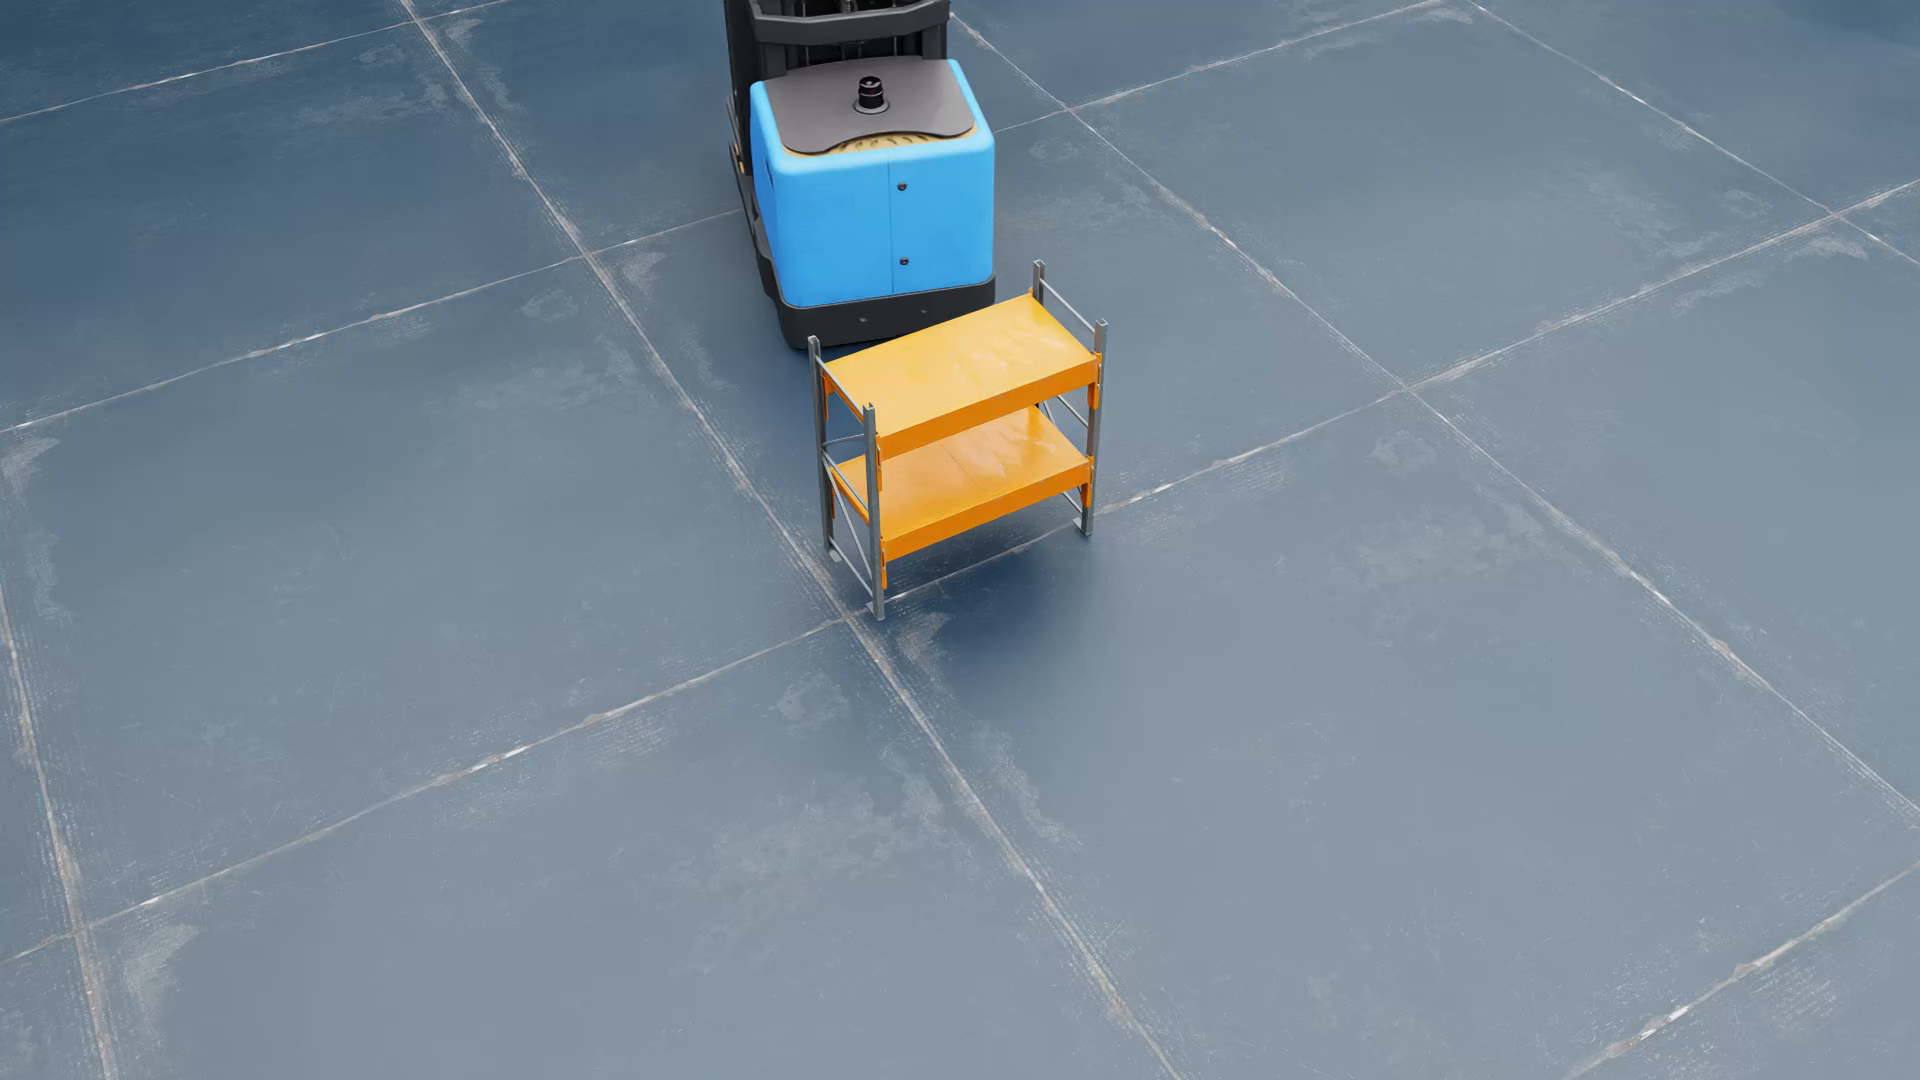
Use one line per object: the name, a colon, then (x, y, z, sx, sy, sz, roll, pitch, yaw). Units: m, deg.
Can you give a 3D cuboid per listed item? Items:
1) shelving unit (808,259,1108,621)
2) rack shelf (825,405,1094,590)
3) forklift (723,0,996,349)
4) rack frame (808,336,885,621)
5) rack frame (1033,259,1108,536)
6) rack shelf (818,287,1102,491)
shelving unit: (-0.006, -0.401, 6.785, 1.048, 1.125, 0.538, -22, 48, -21)
rack shelf: (-0.006, -0.226, 6.956, 1.000, 0.278, 0.538, -22, 48, -21)
forklift: (-0.663, -3.016, 8.183, 1.130, 2.935, 3.031, -9, 45, -9)
rack frame: (-0.447, -0.225, 6.603, 0.032, 1.125, 0.500, -22, 48, -21)
rack frame: (0.435, -0.578, 6.967, 0.032, 1.125, 0.500, -22, 48, -21)
rack shelf: (-0.006, -0.611, 6.581, 1.000, 0.278, 0.538, -22, 48, -21)
